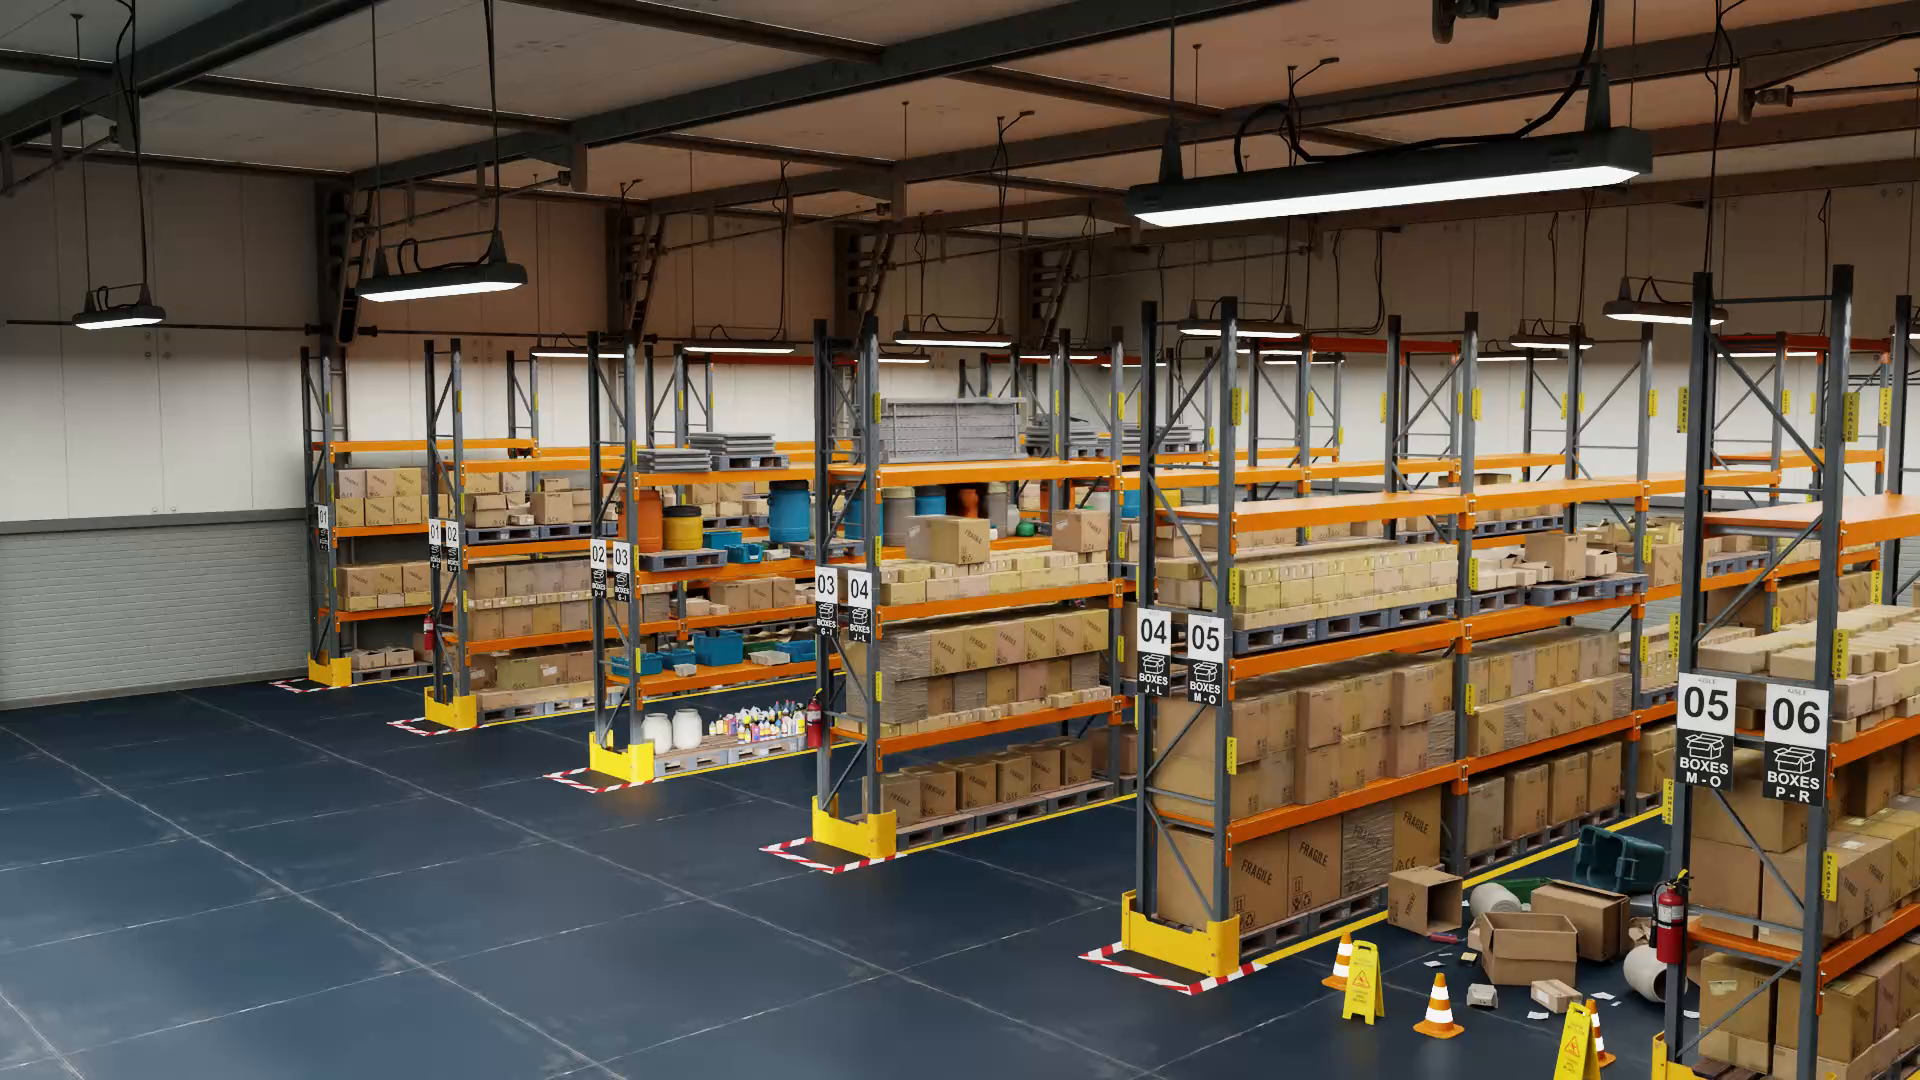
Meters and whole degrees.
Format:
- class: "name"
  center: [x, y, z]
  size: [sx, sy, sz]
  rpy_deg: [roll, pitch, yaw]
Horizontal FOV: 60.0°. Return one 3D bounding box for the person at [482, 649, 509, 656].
- class: "person"
  center: [-7.794, 1.939, 28.215]
  size: [0.574, 1.569, 0.733]
  rpy_deg: [4, 6, 37]
